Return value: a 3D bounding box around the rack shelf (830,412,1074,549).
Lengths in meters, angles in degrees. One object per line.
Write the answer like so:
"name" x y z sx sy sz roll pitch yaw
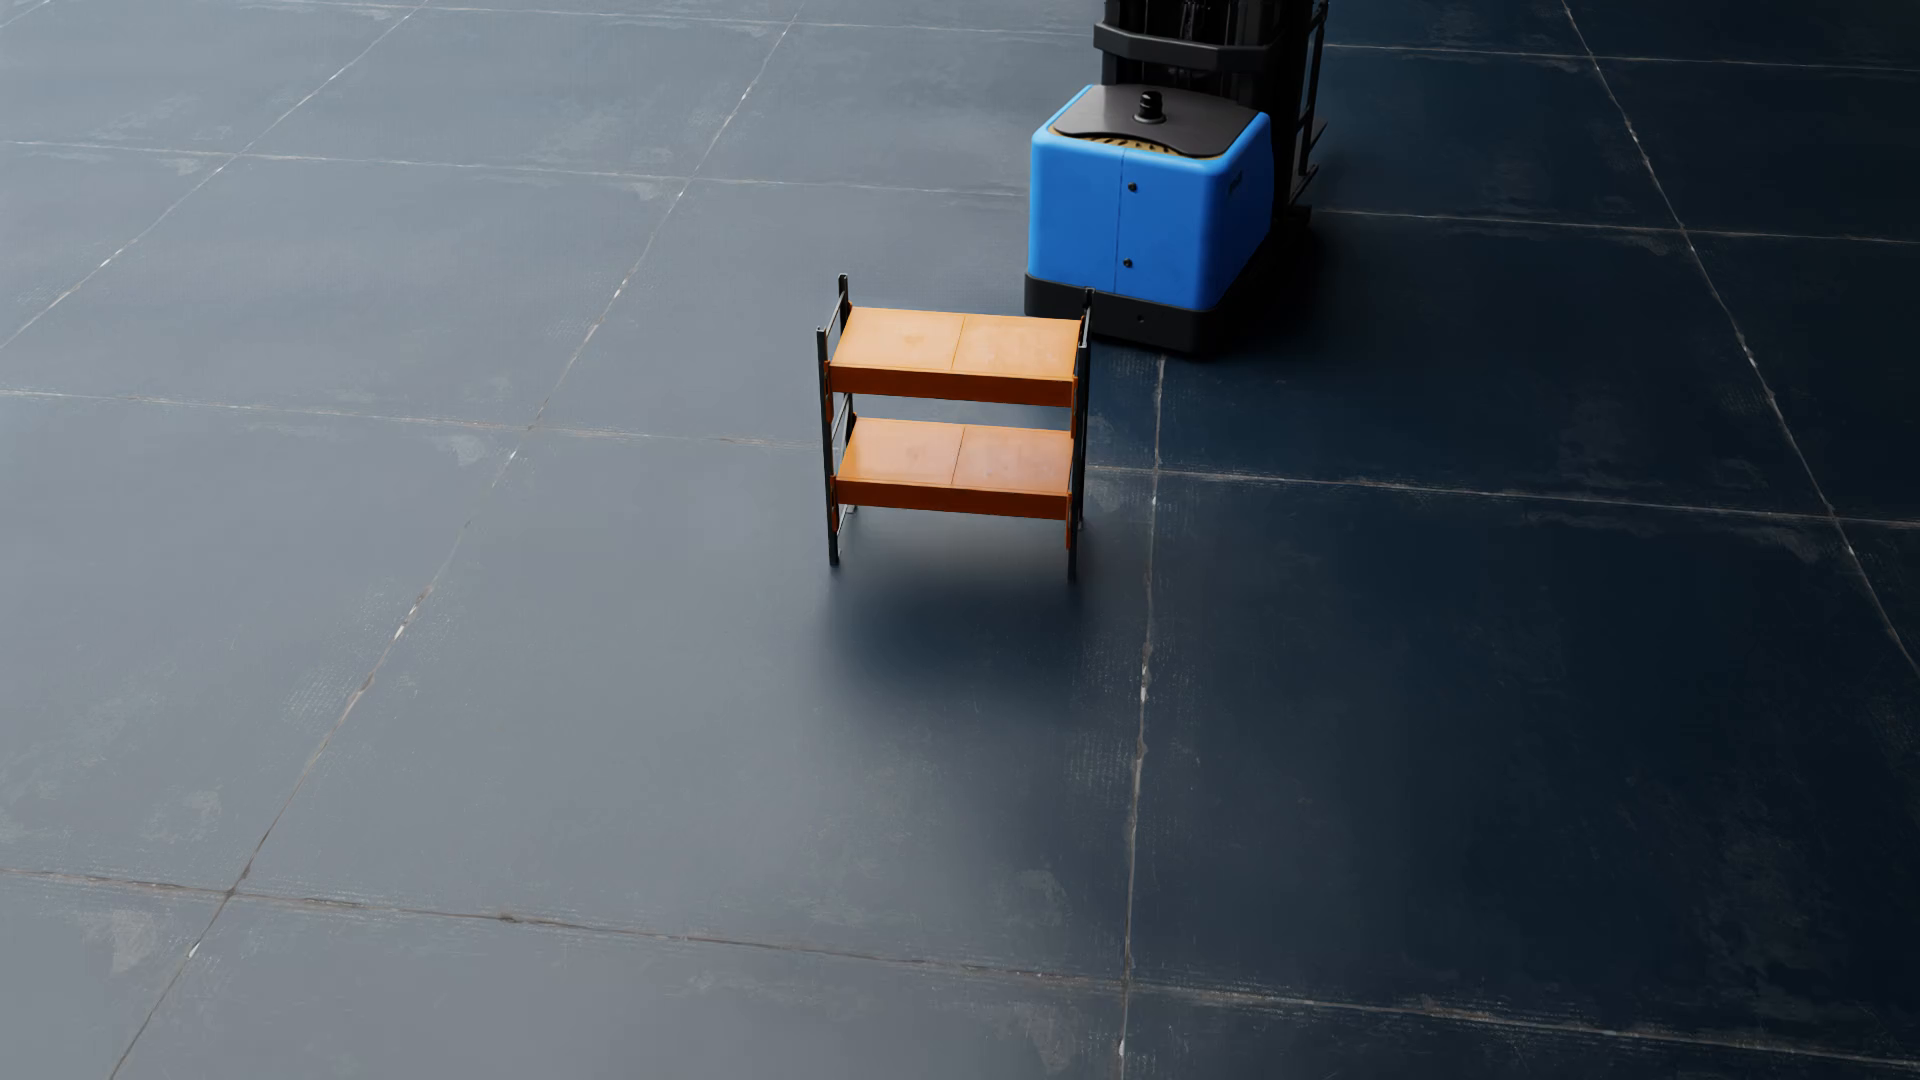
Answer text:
"rack shelf" -0.007 -0.259 7.066 1.000 0.278 0.538 4 36 6

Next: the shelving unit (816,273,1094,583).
"shelving unit" -0.007 -0.458 6.924 1.048 1.125 0.538 4 36 6

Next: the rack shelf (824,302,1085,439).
"rack shelf" -0.007 -0.697 6.754 1.000 0.278 0.538 4 36 6

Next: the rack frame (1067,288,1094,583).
"rack frame" 0.498 -0.421 6.871 0.032 1.125 0.500 4 36 6

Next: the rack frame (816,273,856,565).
"rack frame" -0.511 -0.496 6.977 0.032 1.125 0.500 4 36 6

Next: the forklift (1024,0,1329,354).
"forklift" 1.413 -2.988 8.913 1.130 2.935 3.031 15 38 20
